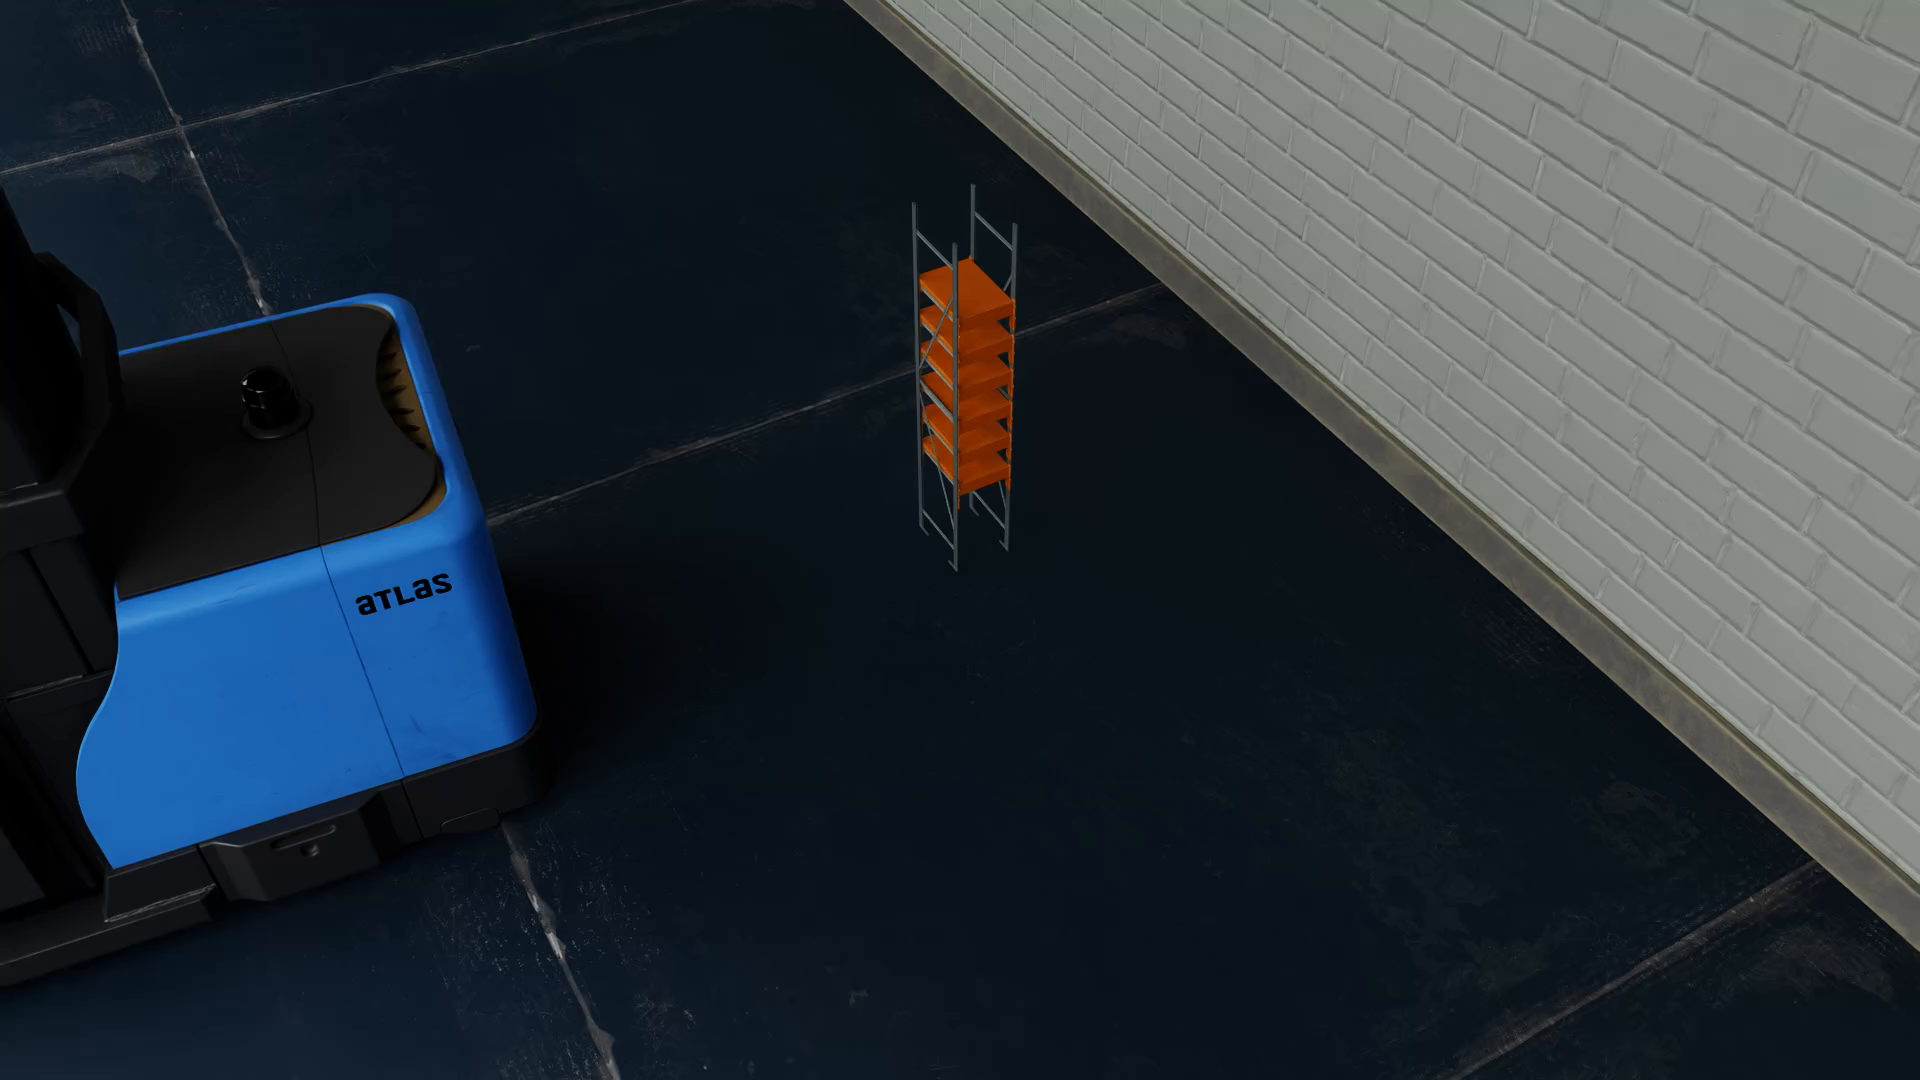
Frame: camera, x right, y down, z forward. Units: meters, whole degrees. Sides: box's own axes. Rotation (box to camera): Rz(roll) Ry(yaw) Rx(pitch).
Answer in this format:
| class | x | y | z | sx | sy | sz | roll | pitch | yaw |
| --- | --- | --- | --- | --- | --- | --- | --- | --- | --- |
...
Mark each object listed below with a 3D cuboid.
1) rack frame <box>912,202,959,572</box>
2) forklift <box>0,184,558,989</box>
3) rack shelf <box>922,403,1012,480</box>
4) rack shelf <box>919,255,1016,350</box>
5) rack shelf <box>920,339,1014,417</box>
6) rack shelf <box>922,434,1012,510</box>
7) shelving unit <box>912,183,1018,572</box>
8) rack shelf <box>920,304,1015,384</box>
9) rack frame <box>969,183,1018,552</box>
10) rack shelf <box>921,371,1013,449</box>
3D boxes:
| class | x | y | z | sx | sy | sz | roll | pitch | yaw |
| --- | --- | --- | --- | --- | --- | --- | --- | --- | --- |
| rack frame | -0.067 | -0.404 | 4.805 | 0.006 | 1.200 | 0.240 | -22 | 48 | -21 |
| forklift | -2.651 | -0.238 | 3.391 | 3.031 | 2.935 | 1.130 | -17 | 47 | -17 |
| rack shelf | 0.013 | -0.318 | 4.952 | 0.180 | 0.103 | 0.258 | -22 | 48 | -21 |
| rack shelf | 0.013 | -0.662 | 4.618 | 0.180 | 0.103 | 0.258 | -22 | 48 | -21 |
| rack shelf | 0.013 | -0.490 | 4.785 | 0.180 | 0.103 | 0.258 | -22 | 48 | -21 |
| rack shelf | 0.013 | -0.231 | 5.035 | 0.180 | 0.103 | 0.258 | -22 | 48 | -21 |
| shelving unit | 0.013 | -0.436 | 4.837 | 0.189 | 1.200 | 0.258 | -22 | 48 | -21 |
| rack shelf | 0.013 | -0.576 | 4.701 | 0.180 | 0.103 | 0.258 | -22 | 48 | -21 |
| rack frame | 0.092 | -0.467 | 4.870 | 0.006 | 1.200 | 0.240 | -22 | 48 | -21 |
| rack shelf | 0.013 | -0.404 | 4.868 | 0.180 | 0.103 | 0.258 | -22 | 48 | -21 |
